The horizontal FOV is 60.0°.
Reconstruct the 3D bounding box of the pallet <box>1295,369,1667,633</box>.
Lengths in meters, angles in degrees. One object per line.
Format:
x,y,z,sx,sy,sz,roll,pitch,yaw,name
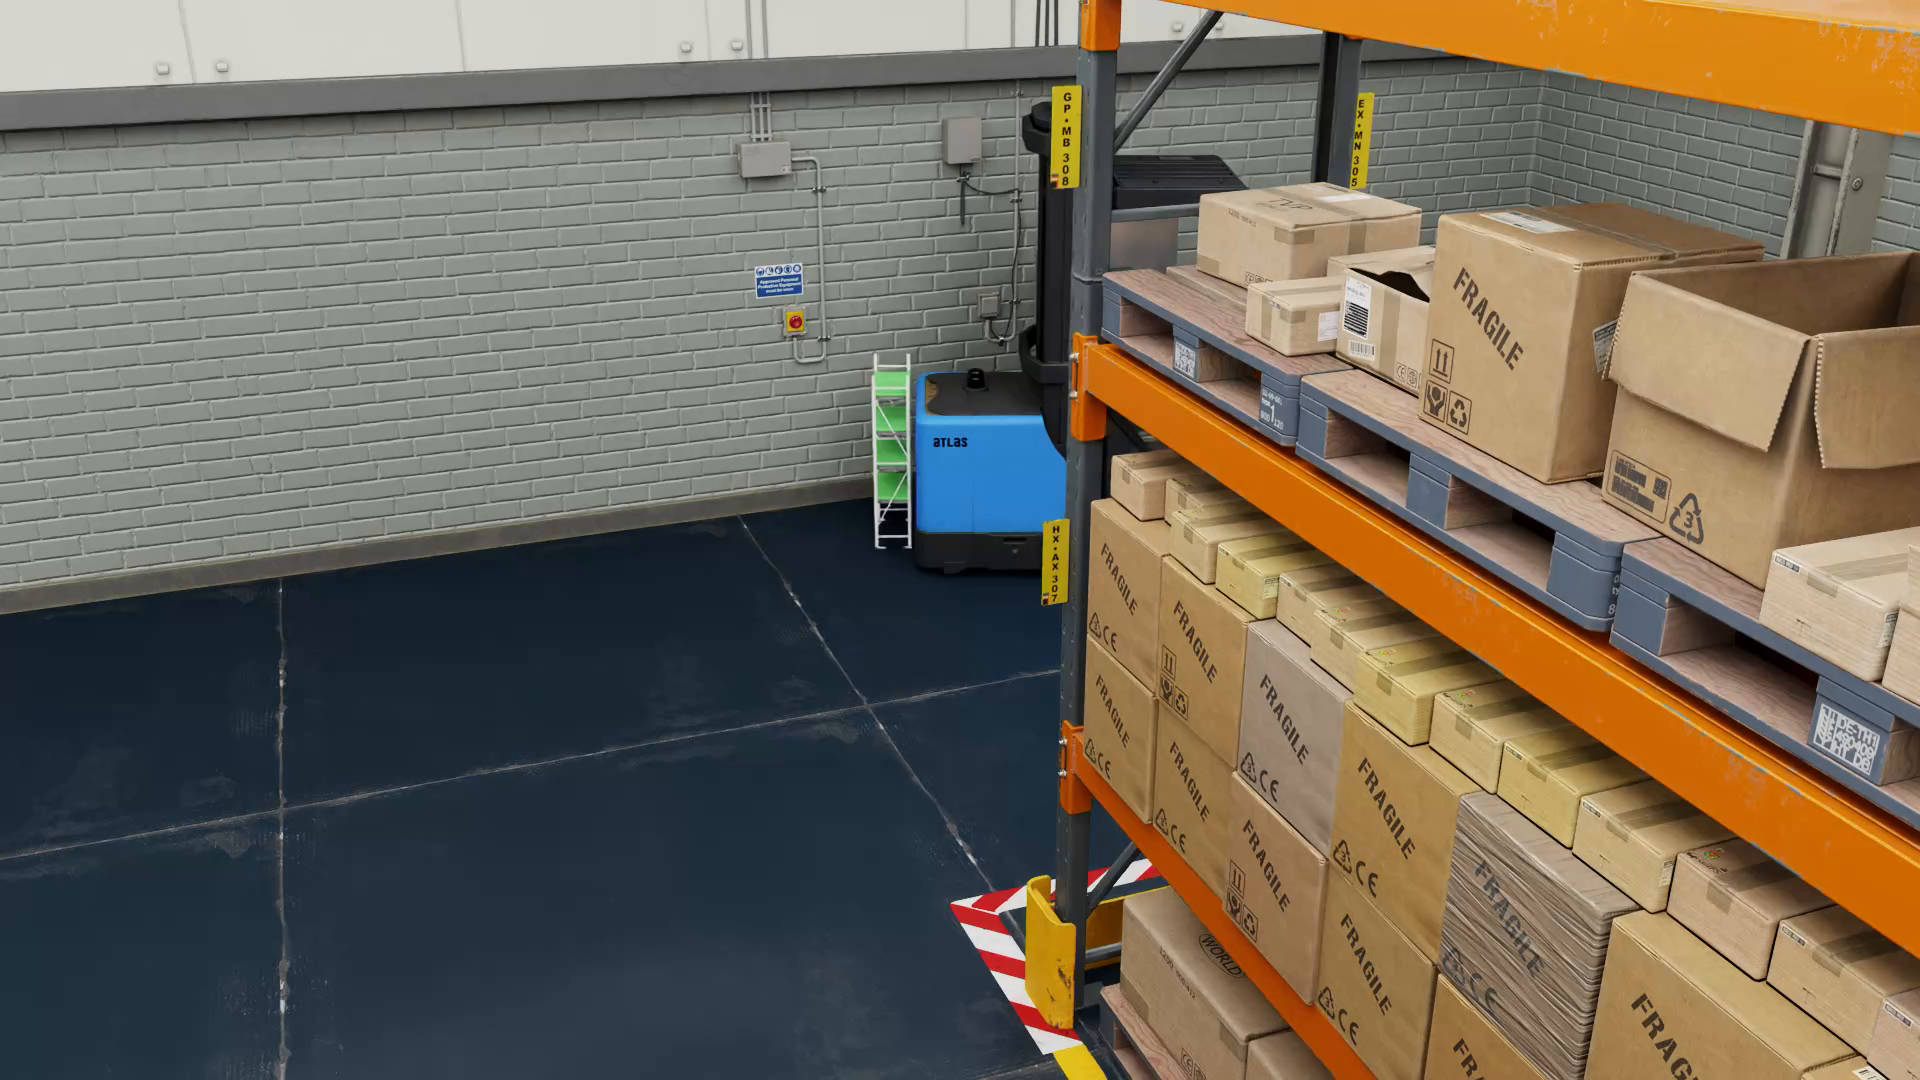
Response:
1.572,-0.187,4.084,1.003,0.211,1.213,-8,24,-19,pallet

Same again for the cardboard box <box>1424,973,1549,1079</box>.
1.497,1.349,4.058,0.500,0.500,0.500,-9,24,-20,cardboard box

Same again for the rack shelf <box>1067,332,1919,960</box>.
1.572,0.118,4.172,1.077,0.370,4.000,-8,24,-19,rack shelf

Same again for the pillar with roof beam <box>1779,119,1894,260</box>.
1.371,-3.517,8.009,9.100,9.000,0.400,-8,24,-19,pillar with roof beam

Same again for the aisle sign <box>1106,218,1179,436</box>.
0.568,-0.742,5.802,0.394,0.787,0.004,-8,24,-19,aisle sign

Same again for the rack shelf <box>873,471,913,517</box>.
-0.450,-0.315,11.234,0.258,0.148,0.480,0,23,-1,rack shelf

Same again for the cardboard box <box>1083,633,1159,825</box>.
0.766,0.610,5.812,0.500,0.500,0.500,-9,24,-19,cardboard box

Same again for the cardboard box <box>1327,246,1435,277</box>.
1.331,-0.771,5.010,0.380,0.149,0.250,-10,25,-23,cardboard box

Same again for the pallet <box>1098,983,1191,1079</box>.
1.221,2.007,6.217,1.003,0.211,1.213,-8,24,-19,pallet

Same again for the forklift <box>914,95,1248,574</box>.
1.217,-1.317,10.601,3.031,2.935,1.130,0,23,-1,forklift

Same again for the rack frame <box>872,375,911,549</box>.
-0.446,-0.500,10.891,0.240,1.200,0.015,0,23,-1,rack frame

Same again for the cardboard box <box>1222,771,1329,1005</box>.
1.134,0.977,4.941,0.500,0.500,0.500,-8,24,-19,cardboard box

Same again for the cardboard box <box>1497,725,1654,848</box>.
1.479,0.548,3.836,0.380,0.149,0.250,-9,24,-20,cardboard box

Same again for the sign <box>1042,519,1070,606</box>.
0.344,0.081,5.980,0.100,0.325,0.005,-8,24,-19,sign

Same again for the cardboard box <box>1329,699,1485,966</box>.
1.323,0.703,4.305,0.500,0.500,0.500,-8,24,-19,cardboard box

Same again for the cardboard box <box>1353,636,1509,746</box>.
1.240,0.373,4.253,0.380,0.149,0.250,-9,24,-20,cardboard box

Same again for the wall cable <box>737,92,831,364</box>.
-1.149,-2.086,10.989,0.585,1.953,0.123,-8,24,-19,wall cable

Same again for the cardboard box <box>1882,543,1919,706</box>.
1.753,0.147,2.680,0.396,0.266,0.258,-8,24,-17,cardboard box

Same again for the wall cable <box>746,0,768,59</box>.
-1.408,-4.351,9.986,0.463,3.000,0.029,-8,24,-19,wall cable

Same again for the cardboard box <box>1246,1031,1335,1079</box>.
1.523,1.987,5.432,0.875,0.438,0.875,-8,24,-18,cardboard box

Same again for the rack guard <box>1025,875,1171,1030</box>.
0.857,1.585,6.845,1.175,0.500,0.348,-8,24,-19,rack guard

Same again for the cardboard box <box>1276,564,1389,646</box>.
1.127,0.180,4.709,0.380,0.149,0.250,-8,24,-18,cardboard box

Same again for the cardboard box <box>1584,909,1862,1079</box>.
1.681,1.070,3.434,0.500,0.500,0.500,-9,24,-20,cardboard box

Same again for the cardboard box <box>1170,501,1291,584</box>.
0.875,-0.001,5.139,0.380,0.149,0.250,-8,24,-17,cardboard box

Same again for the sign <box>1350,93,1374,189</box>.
1.378,-1.381,5.764,0.100,0.325,0.005,-8,24,-19,sign

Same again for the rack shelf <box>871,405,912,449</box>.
-0.450,-0.757,11.047,0.258,0.148,0.480,0,23,-1,rack shelf

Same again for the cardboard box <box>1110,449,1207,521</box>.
0.732,-0.197,5.603,0.380,0.149,0.250,-8,24,-18,cardboard box

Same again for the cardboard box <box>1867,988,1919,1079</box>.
1.880,0.911,2.976,0.380,0.149,0.250,-8,24,-18,cardboard box

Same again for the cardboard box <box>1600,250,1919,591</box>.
1.772,-0.259,3.339,0.797,0.503,0.637,-6,24,-15,cardboard box

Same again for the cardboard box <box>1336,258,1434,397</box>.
1.347,-0.588,4.366,0.500,0.311,0.500,-8,24,-18,cardboard box

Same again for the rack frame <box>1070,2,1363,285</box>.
0.865,-2.322,5.174,1.000,3.000,0.127,-8,24,-19,rack frame

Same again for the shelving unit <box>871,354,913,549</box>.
-0.450,-0.595,11.116,0.258,1.200,0.503,0,23,-1,shelving unit

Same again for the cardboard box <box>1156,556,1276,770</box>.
0.957,0.336,5.176,0.500,0.500,0.500,-9,24,-20,cardboard box

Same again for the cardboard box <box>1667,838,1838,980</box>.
1.695,0.729,3.406,0.380,0.149,0.250,-9,24,-19,cardboard box
